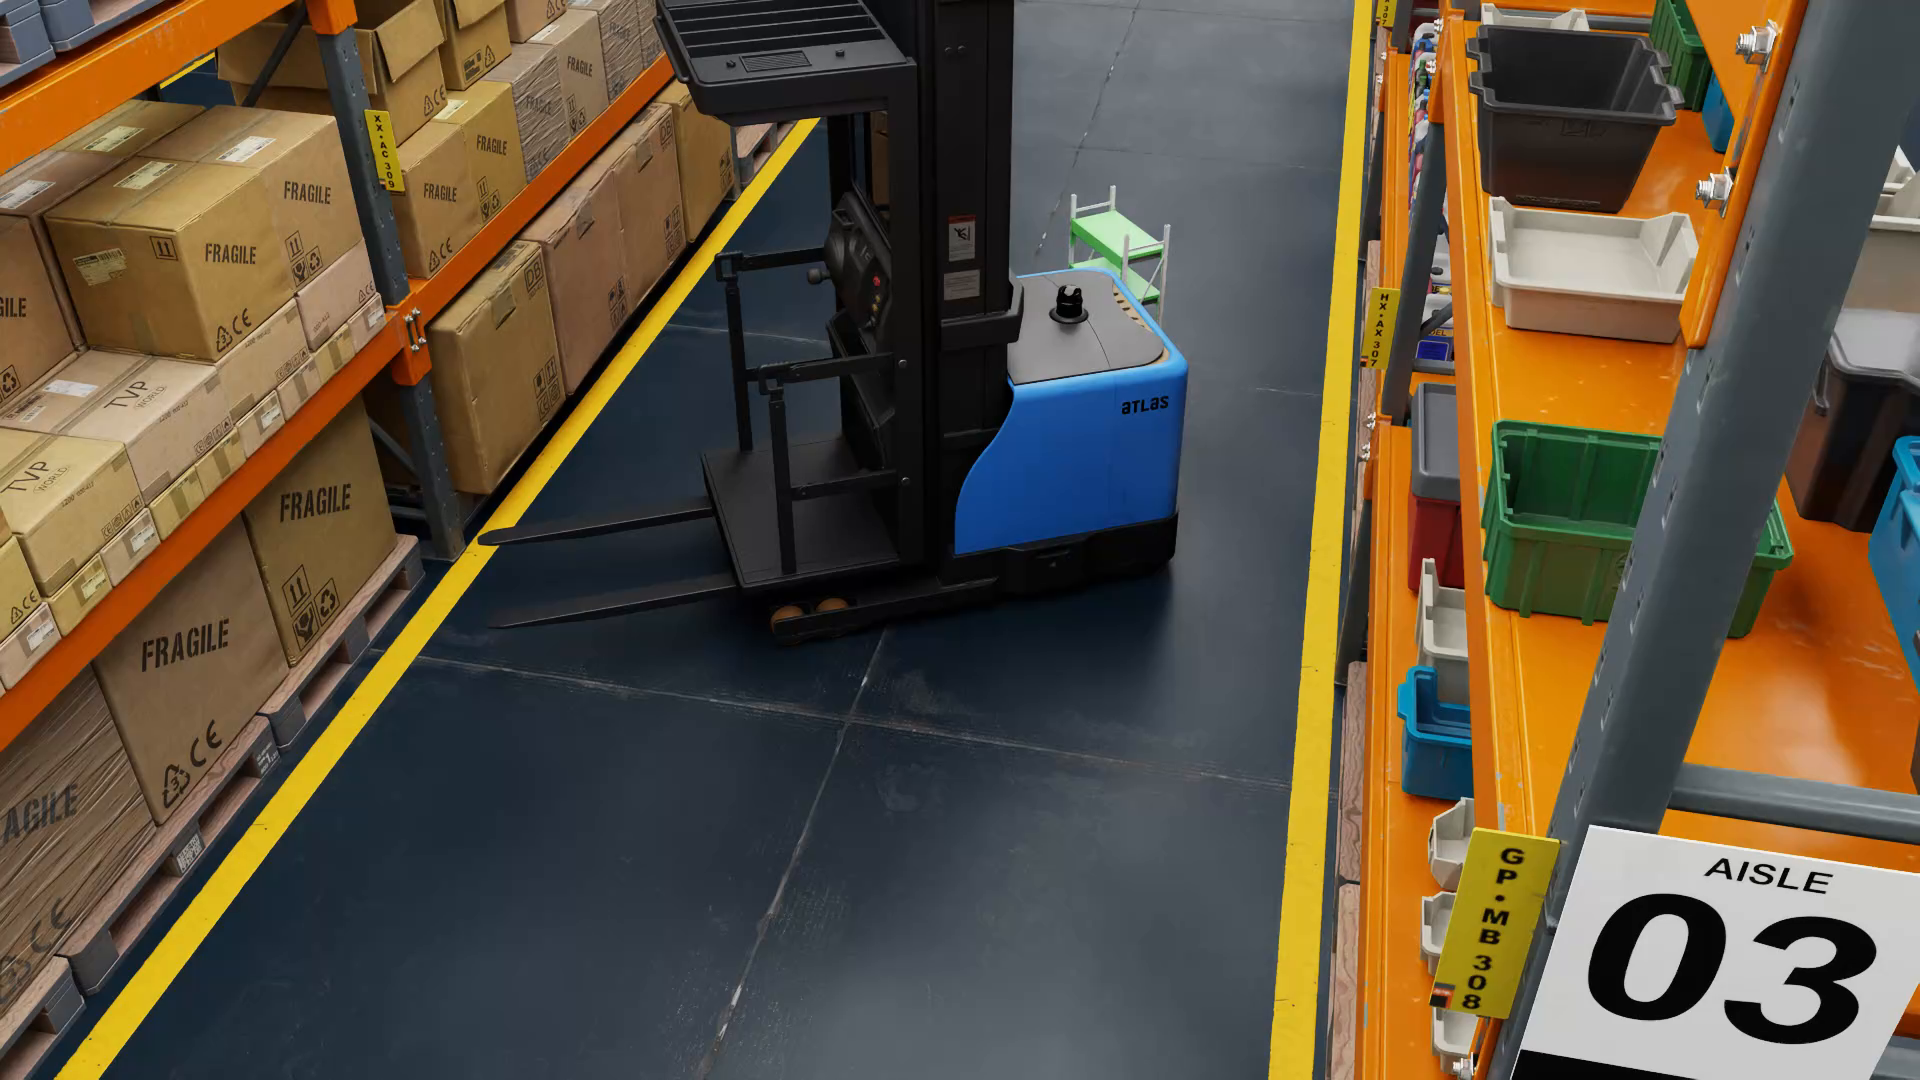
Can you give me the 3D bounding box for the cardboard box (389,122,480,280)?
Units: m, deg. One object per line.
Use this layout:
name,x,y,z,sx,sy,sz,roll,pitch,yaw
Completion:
cardboard box,-2.441,-1.474,7.143,0.500,0.500,0.500,7,37,10

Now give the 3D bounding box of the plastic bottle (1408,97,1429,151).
plastic bottle,2.252,-2.021,8.093,0.097,0.271,0.097,0,36,0

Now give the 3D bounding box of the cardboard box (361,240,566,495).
cardboard box,-2.667,-0.881,7.862,1.225,0.875,0.875,7,37,10

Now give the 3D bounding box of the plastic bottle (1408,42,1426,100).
plastic bottle,2.386,-2.436,8.655,0.061,0.283,0.133,7,37,10

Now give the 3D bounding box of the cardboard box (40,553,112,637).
cardboard box,-2.913,0.149,5.202,0.380,0.149,0.250,6,36,9

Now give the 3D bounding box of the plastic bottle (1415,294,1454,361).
plastic bottle,1.823,-0.797,6.399,0.152,0.276,0.135,7,37,10

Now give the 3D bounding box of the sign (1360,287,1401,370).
sign,1.518,-0.763,6.011,0.100,0.325,0.005,7,37,10

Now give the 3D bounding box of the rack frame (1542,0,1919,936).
rack frame,1.200,-0.717,1.071,1.000,3.000,0.127,7,37,10

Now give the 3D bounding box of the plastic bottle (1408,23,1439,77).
plastic bottle,2.501,-2.616,8.909,0.152,0.276,0.135,7,37,10

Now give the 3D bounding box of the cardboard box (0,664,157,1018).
cardboard box,-3.385,0.883,5.428,0.875,0.875,0.875,7,37,10

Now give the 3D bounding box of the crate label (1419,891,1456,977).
crate label,1.309,0.978,4.019,0.396,0.136,0.243,7,37,10

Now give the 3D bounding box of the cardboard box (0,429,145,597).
cardboard box,-2.950,-0.096,5.200,0.500,0.250,0.500,7,36,9

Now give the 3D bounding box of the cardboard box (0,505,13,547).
cardboard box,-3.060,-0.097,4.564,0.500,0.500,0.500,6,36,9

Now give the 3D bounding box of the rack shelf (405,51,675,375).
rack shelf,-2.357,-2.057,8.645,1.077,0.370,4.000,7,37,10

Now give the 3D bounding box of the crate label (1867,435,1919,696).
crate label,1.713,0.070,2.668,0.408,0.251,0.502,7,37,10

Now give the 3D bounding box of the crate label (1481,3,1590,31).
crate label,1.668,-1.444,4.855,0.293,0.136,0.466,7,37,10

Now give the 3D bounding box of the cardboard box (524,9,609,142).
cardboard box,-2.122,-2.346,8.346,0.500,0.500,0.500,8,37,11

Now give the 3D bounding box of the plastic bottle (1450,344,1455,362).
plastic bottle,1.949,-0.762,6.414,0.097,0.201,0.097,0,36,0

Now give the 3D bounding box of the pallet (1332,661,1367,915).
pallet,1.936,0.975,6.225,1.003,0.211,1.213,7,37,10

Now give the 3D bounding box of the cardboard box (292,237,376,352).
cardboard box,-2.622,-0.975,6.414,0.500,0.250,0.500,7,36,9

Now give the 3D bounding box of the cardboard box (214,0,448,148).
cardboard box,-2.656,-2.015,7.035,0.797,0.503,0.637,6,36,9

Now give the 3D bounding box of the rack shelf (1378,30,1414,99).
rack shelf,3.336,-3.729,10.952,1.077,0.370,4.000,7,37,10

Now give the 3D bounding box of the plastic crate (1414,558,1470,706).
plastic crate,1.549,0.295,4.836,0.437,0.282,0.530,7,37,10

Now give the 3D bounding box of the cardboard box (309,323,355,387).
cardboard box,-2.584,-0.736,6.424,0.380,0.149,0.250,8,37,11

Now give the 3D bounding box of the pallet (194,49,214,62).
pallet,-6.249,-4.185,13.345,1.003,0.211,1.213,7,37,10

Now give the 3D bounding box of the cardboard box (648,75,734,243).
cardboard box,-2.097,-2.411,9.974,1.225,0.875,0.875,6,36,8

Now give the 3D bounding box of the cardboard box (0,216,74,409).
cardboard box,-3.355,-0.742,5.453,0.500,0.500,0.500,6,36,8

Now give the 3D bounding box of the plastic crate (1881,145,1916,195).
plastic crate,2.155,-0.912,4.120,0.293,0.136,0.466,7,37,10

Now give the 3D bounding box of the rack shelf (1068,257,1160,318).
rack shelf,0.755,-1.215,8.105,0.258,0.148,0.480,-16,39,-21

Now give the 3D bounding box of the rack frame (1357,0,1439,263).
rack frame,2.909,-2.874,9.159,1.000,3.000,0.127,7,37,10

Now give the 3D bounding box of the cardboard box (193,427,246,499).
cardboard box,-2.748,-0.294,5.814,0.380,0.149,0.250,8,37,11

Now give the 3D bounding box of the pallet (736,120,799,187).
pallet,-1.761,-2.813,11.452,1.003,0.211,1.213,7,37,10

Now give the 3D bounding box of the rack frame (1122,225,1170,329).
rack frame,0.865,-0.945,8.031,0.240,1.200,0.015,-16,39,-21

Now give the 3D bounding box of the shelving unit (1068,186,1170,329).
shelving unit,0.755,-1.073,8.208,0.258,1.200,0.503,-16,39,-21

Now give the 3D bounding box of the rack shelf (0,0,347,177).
rack shelf,-3.211,-0.978,4.601,1.077,0.370,4.000,7,37,10

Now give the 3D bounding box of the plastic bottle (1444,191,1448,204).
plastic bottle,2.038,-1.373,7.194,0.152,0.276,0.135,7,37,10

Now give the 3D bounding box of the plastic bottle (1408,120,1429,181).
plastic bottle,2.205,-1.821,7.812,0.152,0.276,0.135,7,37,10

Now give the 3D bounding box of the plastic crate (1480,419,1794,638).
plastic crate,1.132,-0.017,2.843,0.450,0.188,0.336,7,37,10

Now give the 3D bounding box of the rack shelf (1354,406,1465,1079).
rack shelf,1.628,0.857,4.624,1.077,0.370,4.000,7,37,10

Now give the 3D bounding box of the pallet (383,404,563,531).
pallet,-2.693,-0.524,8.293,1.003,0.211,1.213,7,37,10

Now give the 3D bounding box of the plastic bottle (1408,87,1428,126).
plastic bottle,2.322,-2.181,8.373,0.097,0.201,0.097,0,36,0

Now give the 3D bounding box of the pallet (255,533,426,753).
pallet,-3.023,0.354,7.082,1.003,0.211,1.213,7,37,10

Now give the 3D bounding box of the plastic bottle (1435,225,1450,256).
plastic bottle,1.931,-1.129,6.793,0.144,0.351,0.185,7,37,10

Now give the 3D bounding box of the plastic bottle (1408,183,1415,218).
plastic bottle,2.085,-1.545,7.495,0.097,0.201,0.097,0,36,0

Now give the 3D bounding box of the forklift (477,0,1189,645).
forklift,-0.599,-1.084,6.748,3.031,2.935,1.130,-10,37,-13

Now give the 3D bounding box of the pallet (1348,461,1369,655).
pallet,2.260,0.111,7.417,1.003,0.211,1.213,7,37,10
